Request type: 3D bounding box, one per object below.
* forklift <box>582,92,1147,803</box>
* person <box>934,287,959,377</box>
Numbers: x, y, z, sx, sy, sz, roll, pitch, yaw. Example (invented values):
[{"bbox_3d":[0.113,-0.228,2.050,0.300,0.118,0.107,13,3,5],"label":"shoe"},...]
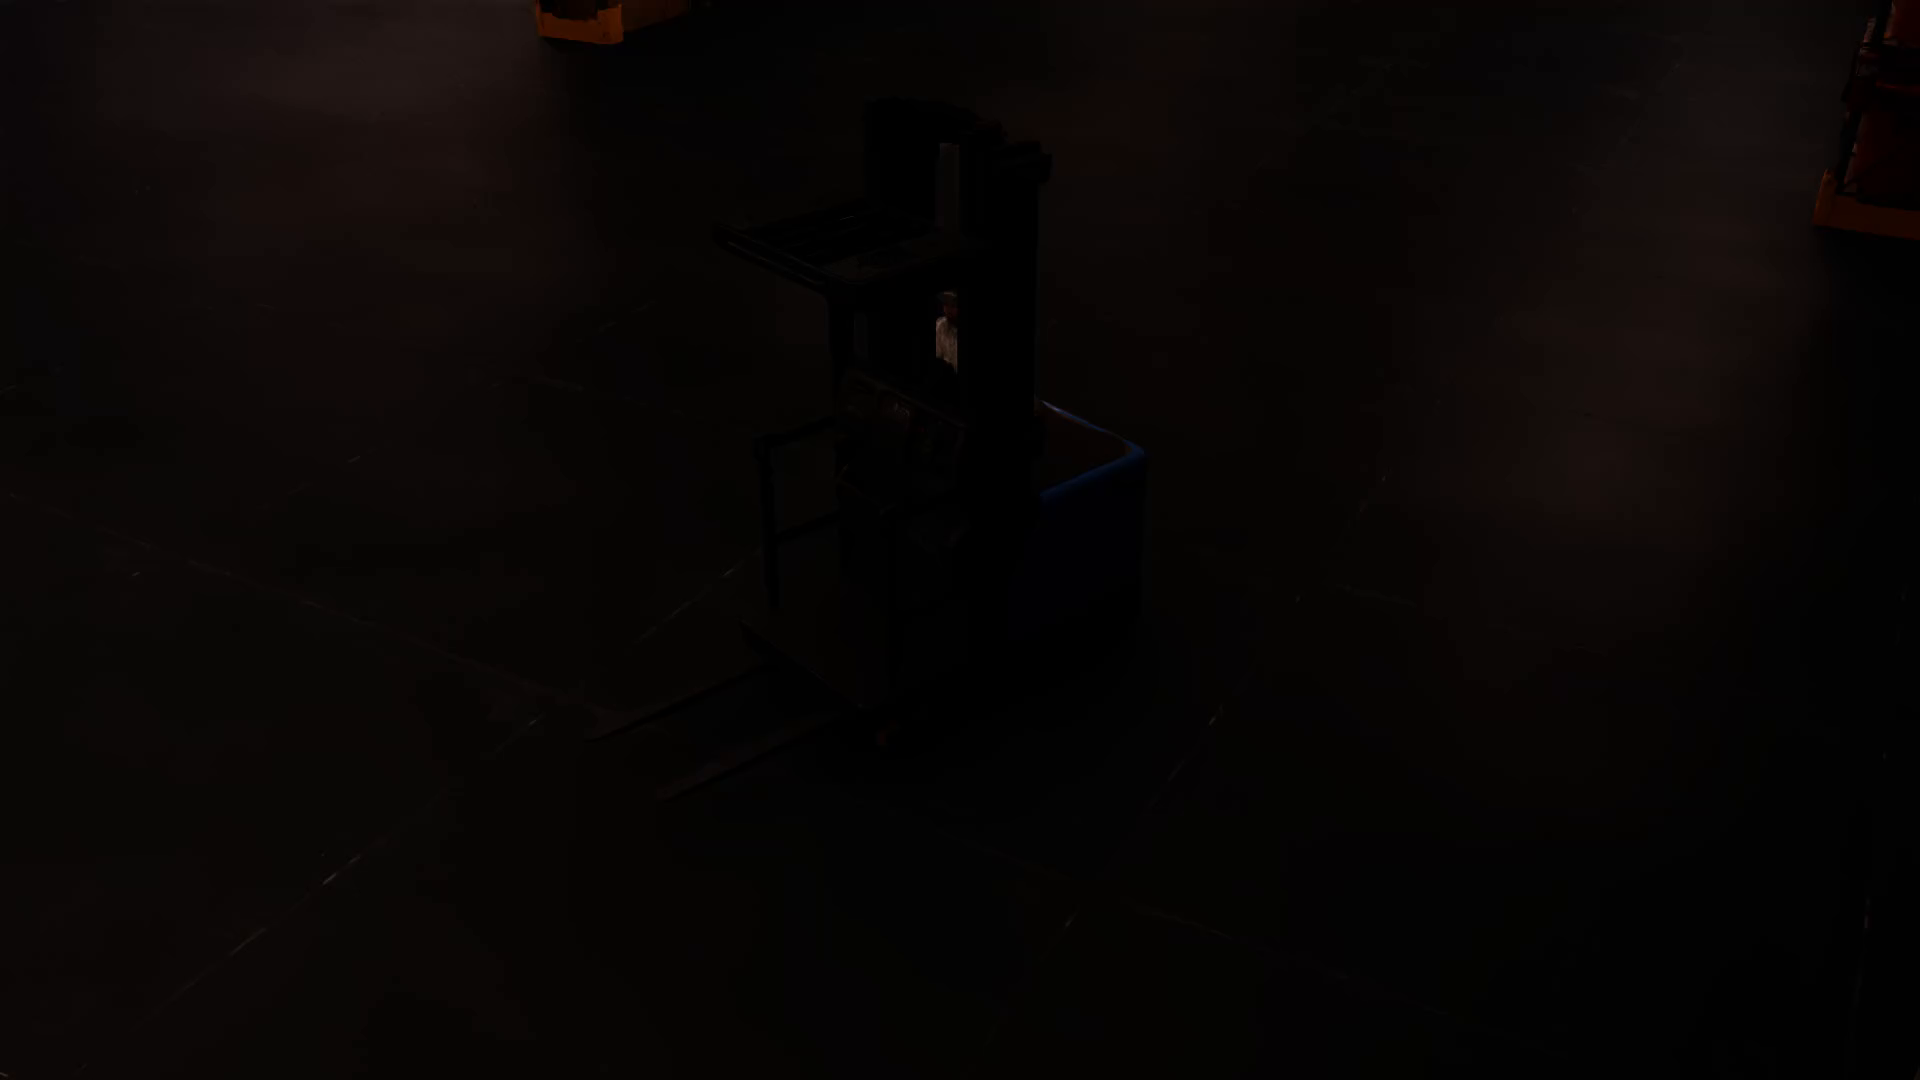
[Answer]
[{"bbox_3d":[-0.447,-0.513,7.960,3.031,2.935,1.130,-24,37,-35],"label":"forklift"},{"bbox_3d":[-0.006,-0.723,9.569,0.463,1.692,0.337,15,33,25],"label":"person"}]
